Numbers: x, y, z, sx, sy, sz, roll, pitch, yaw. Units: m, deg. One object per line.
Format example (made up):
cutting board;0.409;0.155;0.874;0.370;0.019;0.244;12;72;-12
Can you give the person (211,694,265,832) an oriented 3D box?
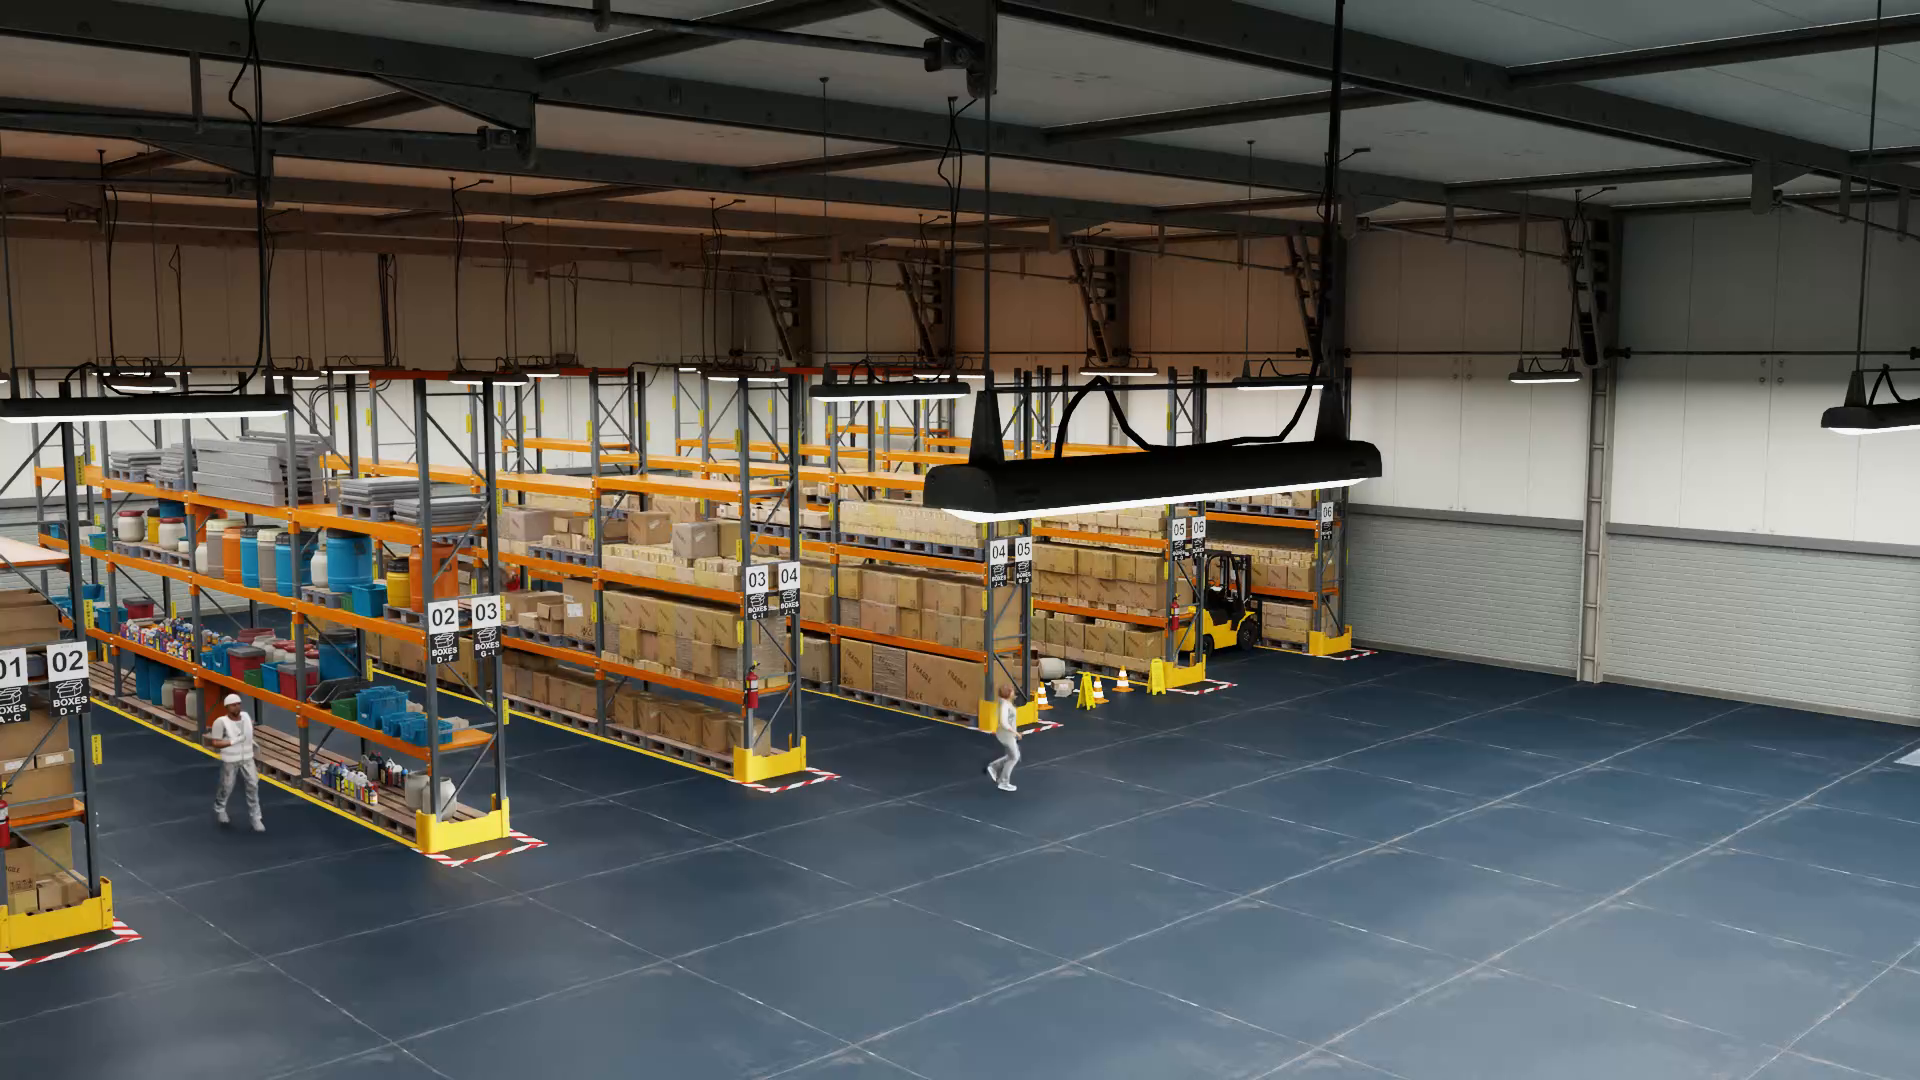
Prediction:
person;-9.601;2.932;22.075;0.938;1.800;0.674;5;8;39

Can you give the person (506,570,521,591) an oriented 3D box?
person;-9.924;1.418;36.776;0.690;1.580;0.834;-5;8;-39

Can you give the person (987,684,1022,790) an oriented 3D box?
person;0.640;2.853;24.082;0.496;1.566;0.541;-1;6;-4

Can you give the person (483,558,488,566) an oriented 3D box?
person;-11.408;0.895;40.364;0.717;1.692;0.729;6;9;41
